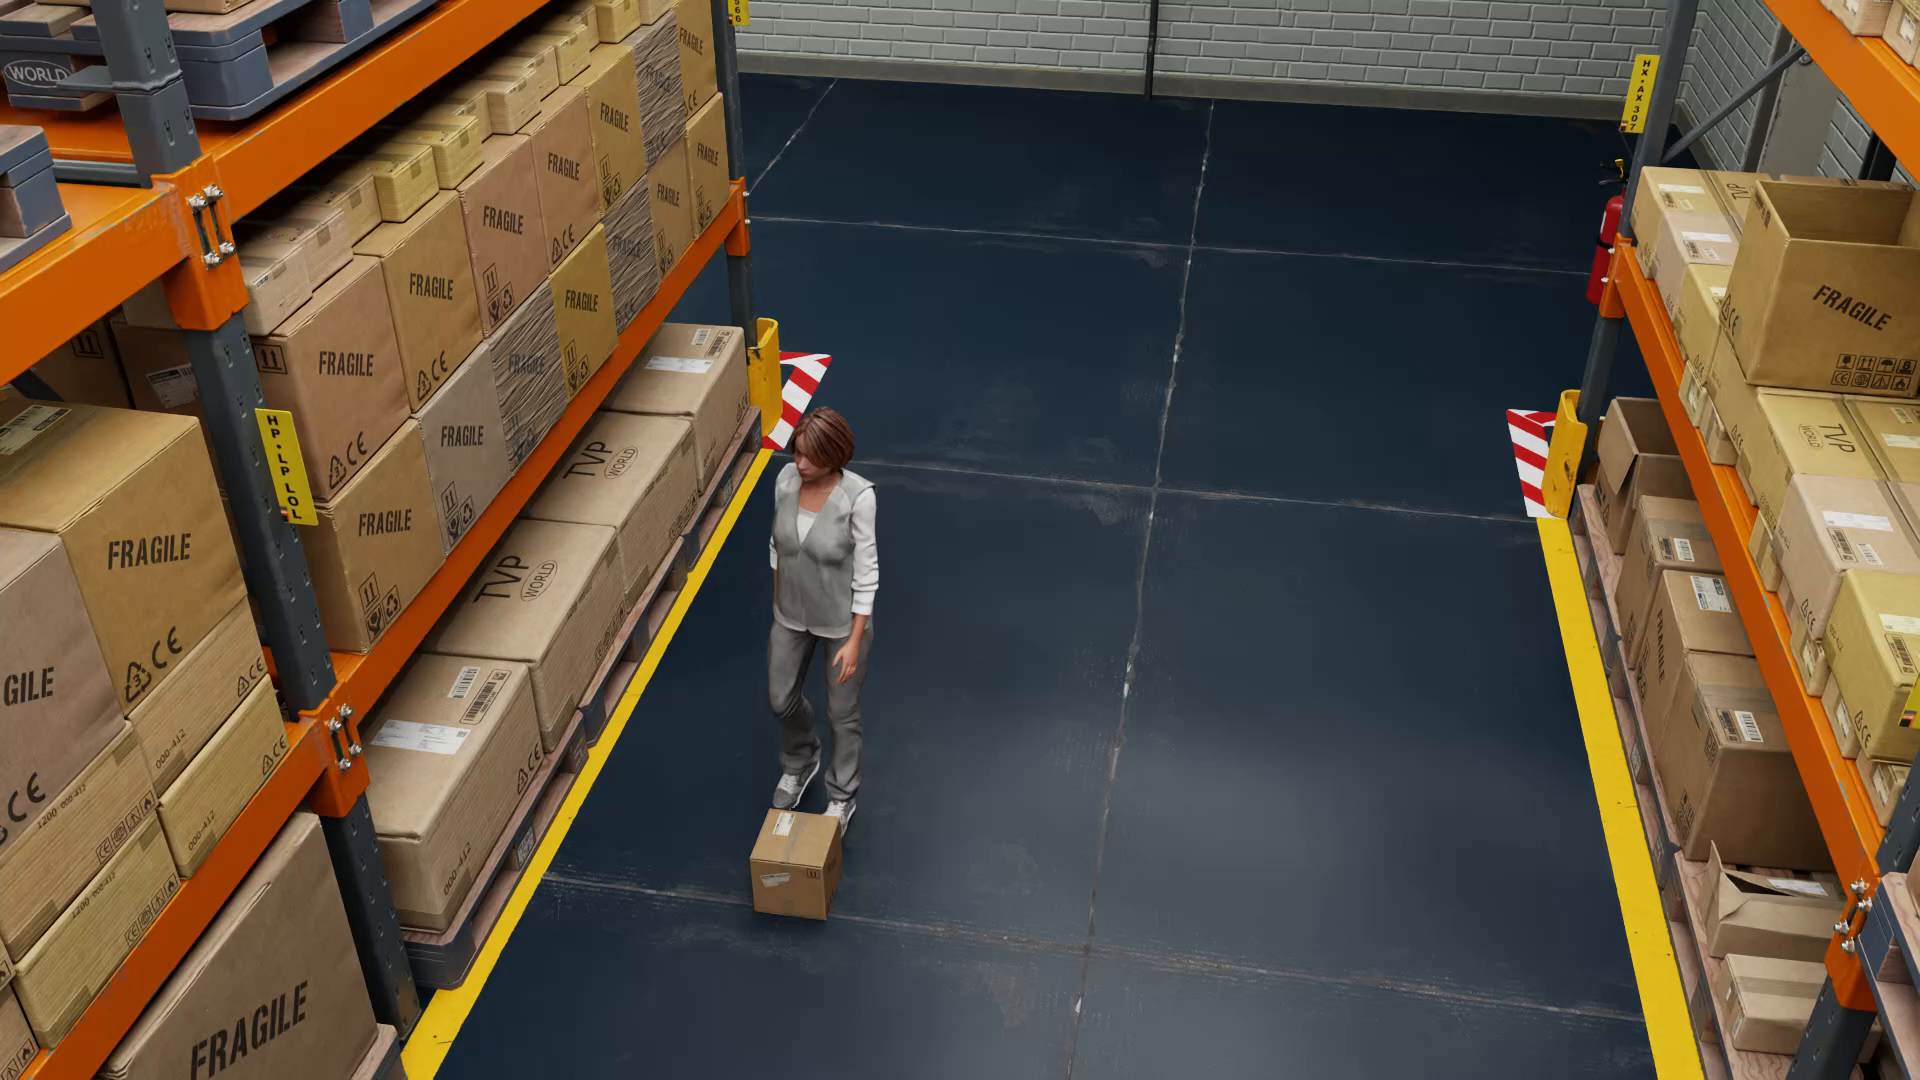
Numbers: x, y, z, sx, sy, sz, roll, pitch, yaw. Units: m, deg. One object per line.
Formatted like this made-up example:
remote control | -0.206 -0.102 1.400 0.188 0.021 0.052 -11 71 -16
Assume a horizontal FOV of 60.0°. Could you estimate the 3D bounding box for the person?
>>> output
person | -0.482 0.322 5.650 0.438 1.638 0.434 12 35 17
